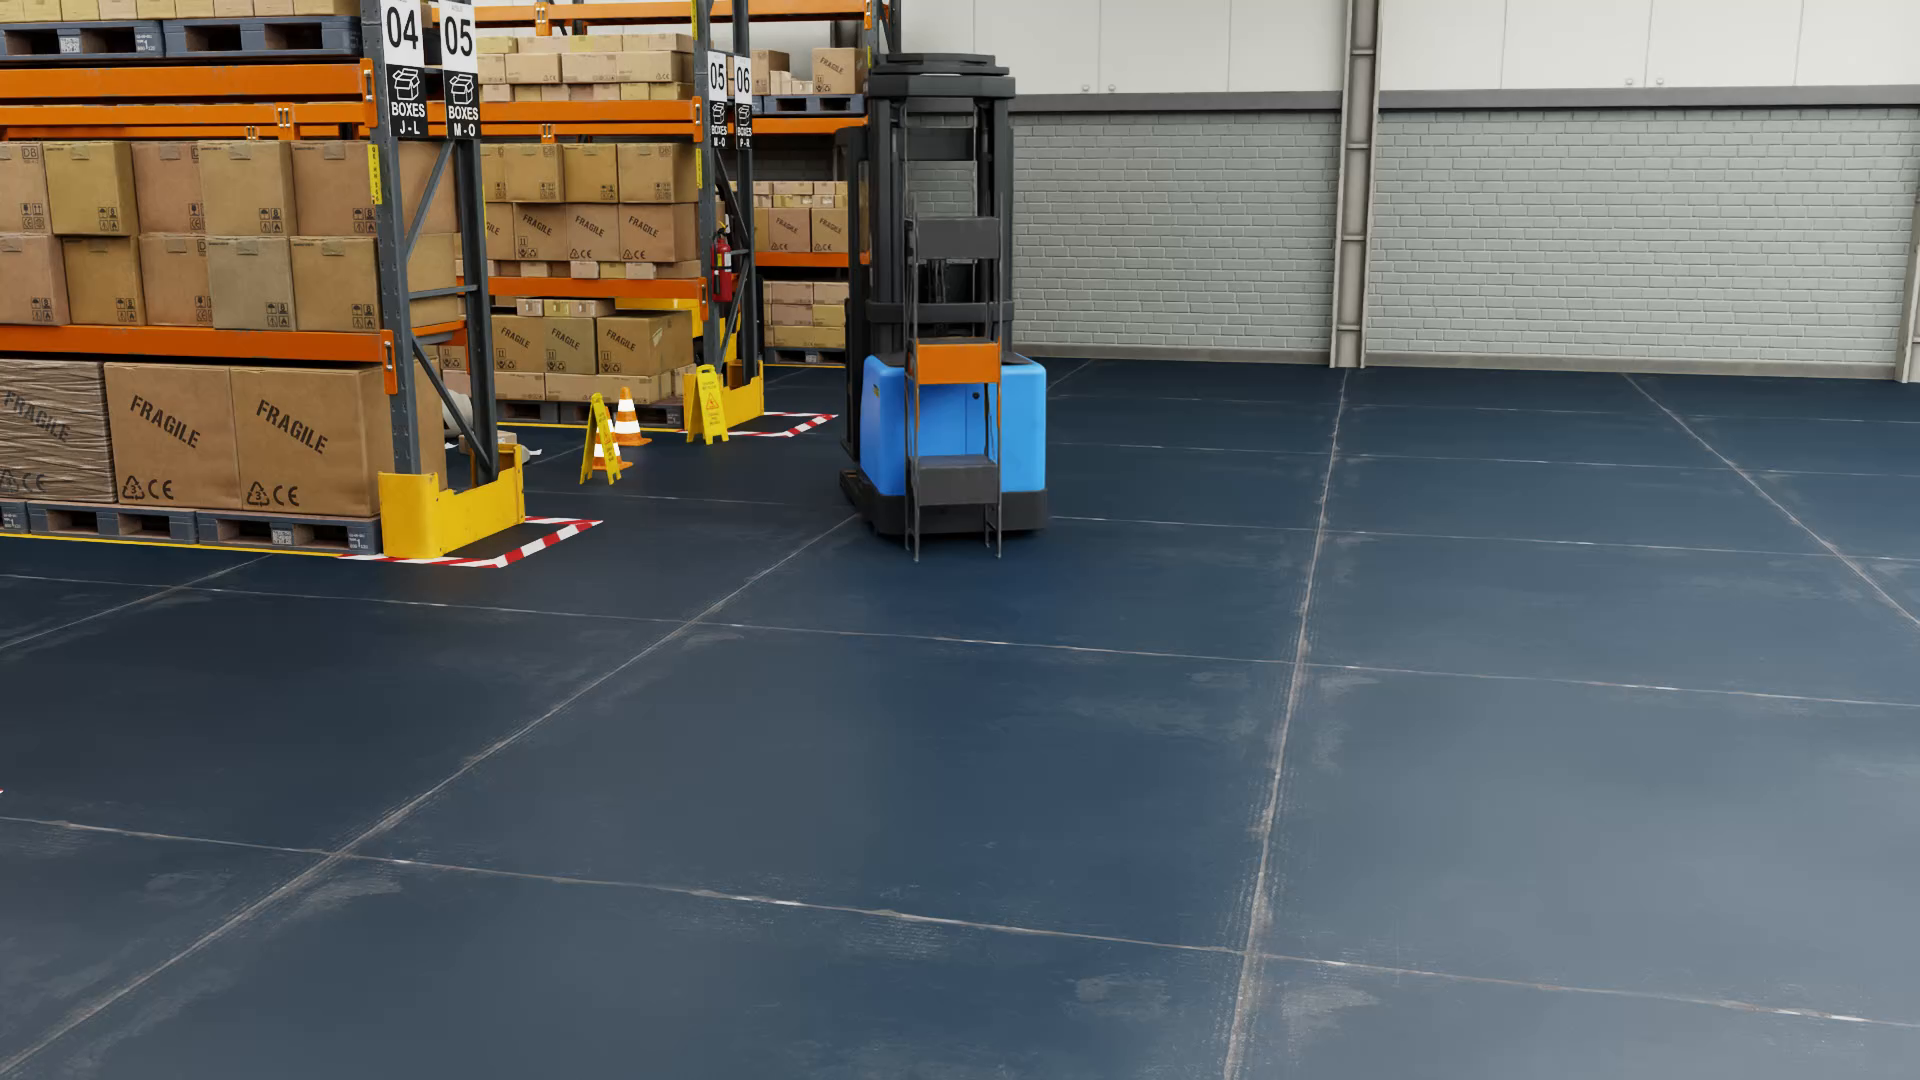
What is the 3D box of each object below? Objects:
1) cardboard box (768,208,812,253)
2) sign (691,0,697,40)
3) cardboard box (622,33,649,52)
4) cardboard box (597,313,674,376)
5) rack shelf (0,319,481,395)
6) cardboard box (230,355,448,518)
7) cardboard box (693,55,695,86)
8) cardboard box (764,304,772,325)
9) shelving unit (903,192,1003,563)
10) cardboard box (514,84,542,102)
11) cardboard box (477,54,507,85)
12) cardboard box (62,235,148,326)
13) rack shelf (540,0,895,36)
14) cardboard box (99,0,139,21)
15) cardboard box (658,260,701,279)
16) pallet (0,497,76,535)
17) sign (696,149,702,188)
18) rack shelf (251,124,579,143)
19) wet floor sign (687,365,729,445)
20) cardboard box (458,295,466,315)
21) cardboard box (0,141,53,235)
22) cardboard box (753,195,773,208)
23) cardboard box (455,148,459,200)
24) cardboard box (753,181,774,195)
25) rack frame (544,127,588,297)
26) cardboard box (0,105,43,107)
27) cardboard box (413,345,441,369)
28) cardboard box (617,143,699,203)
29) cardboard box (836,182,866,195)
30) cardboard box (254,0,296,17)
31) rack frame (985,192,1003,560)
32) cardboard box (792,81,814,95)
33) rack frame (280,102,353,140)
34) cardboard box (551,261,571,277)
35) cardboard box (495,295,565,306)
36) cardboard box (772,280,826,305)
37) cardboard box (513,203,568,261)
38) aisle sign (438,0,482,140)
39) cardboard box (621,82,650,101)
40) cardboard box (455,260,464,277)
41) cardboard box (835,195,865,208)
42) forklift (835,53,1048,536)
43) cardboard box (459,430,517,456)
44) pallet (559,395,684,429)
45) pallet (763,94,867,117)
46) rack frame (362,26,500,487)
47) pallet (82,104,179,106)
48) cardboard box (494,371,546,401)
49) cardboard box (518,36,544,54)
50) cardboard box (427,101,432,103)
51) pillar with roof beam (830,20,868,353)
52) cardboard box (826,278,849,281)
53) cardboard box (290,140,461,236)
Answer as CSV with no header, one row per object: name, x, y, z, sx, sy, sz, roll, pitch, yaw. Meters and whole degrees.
cardboard box,-1.903,-3.619,19.388,0.500,0.500,0.500,3,13,15
sign,-2.199,-4.308,13.755,0.005,0.325,0.100,3,13,14
cardboard box,-2.687,-4.235,14.209,0.250,0.149,0.380,3,13,15
cardboard box,-2.887,-1.742,14.808,0.500,0.500,0.500,3,13,14
rack shelf,-5.076,-1.233,10.527,4.000,0.370,1.077,3,13,14
cardboard box,-3.808,-0.670,10.262,0.875,0.875,0.875,3,13,14
cardboard box,-2.471,-4.145,14.726,0.500,0.250,0.500,3,13,13
cardboard box,-2.399,-2.688,19.647,0.500,0.250,0.500,3,13,12
shelving unit,-0.044,-0.943,9.637,0.503,2.100,0.431,-2,13,-10
cardboard box,-3.696,-3.901,14.544,0.250,0.149,0.380,3,13,12
cardboard box,-4.092,-4.111,14.572,0.500,0.250,0.500,3,13,14
cardboard box,-5.083,-1.662,10.452,0.500,0.550,0.875,3,13,14
rack shelf,-2.802,-6.057,19.342,4.000,0.370,1.077,3,13,14
cardboard box,-4.772,-3.088,9.682,0.250,0.149,0.380,3,13,14
cardboard box,-2.461,-2.379,14.609,0.250,0.149,0.380,4,13,15
pallet,-6.298,-0.271,10.967,1.213,0.211,1.003,3,13,14
sign,-2.199,-3.131,14.016,0.005,0.325,0.100,3,13,14
rack shelf,-6.686,-4.995,20.559,4.000,0.370,1.077,3,13,14
wet floor sign,-2.118,-1.142,13.894,0.232,0.644,0.267,8,15,33
cardboard box,-4.553,-2.134,15.075,0.250,0.149,0.380,4,13,17
cardboard box,-5.615,-2.201,10.390,0.550,0.550,0.875,3,13,14
cardboard box,-2.265,-3.948,19.374,0.250,0.149,0.380,3,13,12
cardboard box,-4.583,-3.285,14.890,0.500,0.500,0.700,3,13,12
cardboard box,-2.270,-4.089,19.322,0.250,0.149,0.380,3,13,15
rack frame,-4.744,-3.778,20.338,0.127,3.000,1.000,3,13,14
cardboard box,-8.896,-4.404,16.001,0.500,0.500,0.700,3,13,14
cardboard box,-4.899,-1.850,15.296,0.500,0.500,0.500,4,13,16
cardboard box,-2.595,-3.189,14.458,0.500,0.500,0.700,3,13,12
cardboard box,-1.259,-4.056,19.173,0.250,0.149,0.380,3,13,14
cardboard box,-3.783,-3.035,9.444,0.250,0.149,0.380,3,13,14
rack frame,0.195,-0.953,9.681,0.015,2.100,0.400,-2,13,-10
cardboard box,-1.738,-5.145,18.955,0.250,0.149,0.380,3,13,12
rack frame,-5.930,-2.734,15.633,0.127,3.000,1.000,3,13,14
cardboard box,-3.449,-2.436,14.868,0.250,0.149,0.380,3,13,14
cardboard box,-5.253,-2.849,20.661,0.625,0.625,0.875,4,13,16
cardboard box,-1.880,-2.905,19.473,0.500,0.250,0.500,3,13,15
cardboard box,-3.609,-2.745,14.762,0.500,0.500,0.500,3,13,13
aisle sign,-2.994,-2.809,9.968,0.004,0.787,0.394,3,13,14
cardboard box,-2.709,-3.834,14.245,0.250,0.149,0.380,3,13,14
cardboard box,-4.461,-2.460,14.974,0.250,0.149,0.380,3,13,14
cardboard box,-1.264,-3.895,19.137,0.250,0.149,0.380,3,13,14
forklift,-0.239,-1.729,11.260,1.130,2.935,3.031,-2,13,-10
cardboard box,-3.802,-0.778,13.398,0.250,0.149,0.380,12,17,43
pallet,-2.900,-1.219,15.240,1.213,0.211,1.003,3,13,14
pallet,-1.541,-5.034,19.277,1.213,0.211,1.003,3,13,14
rack frame,-3.134,-1.481,9.982,0.127,3.000,1.000,3,13,14
pallet,-7.511,-4.215,15.813,1.003,0.211,1.213,3,13,14
cardboard box,-3.906,-1.429,15.129,0.500,0.250,0.500,3,13,12
cardboard box,-3.656,-4.301,14.510,0.250,0.149,0.380,3,13,12
cardboard box,-4.688,-3.956,14.793,0.250,0.149,0.380,3,13,12
pillar with roof beam,-2.352,-5.820,15.690,0.400,9.000,9.100,3,13,14
cardboard box,-1.282,-2.986,19.839,0.500,0.250,0.500,3,13,13
cardboard box,-3.485,-2.108,9.972,0.550,0.550,0.875,3,13,14
